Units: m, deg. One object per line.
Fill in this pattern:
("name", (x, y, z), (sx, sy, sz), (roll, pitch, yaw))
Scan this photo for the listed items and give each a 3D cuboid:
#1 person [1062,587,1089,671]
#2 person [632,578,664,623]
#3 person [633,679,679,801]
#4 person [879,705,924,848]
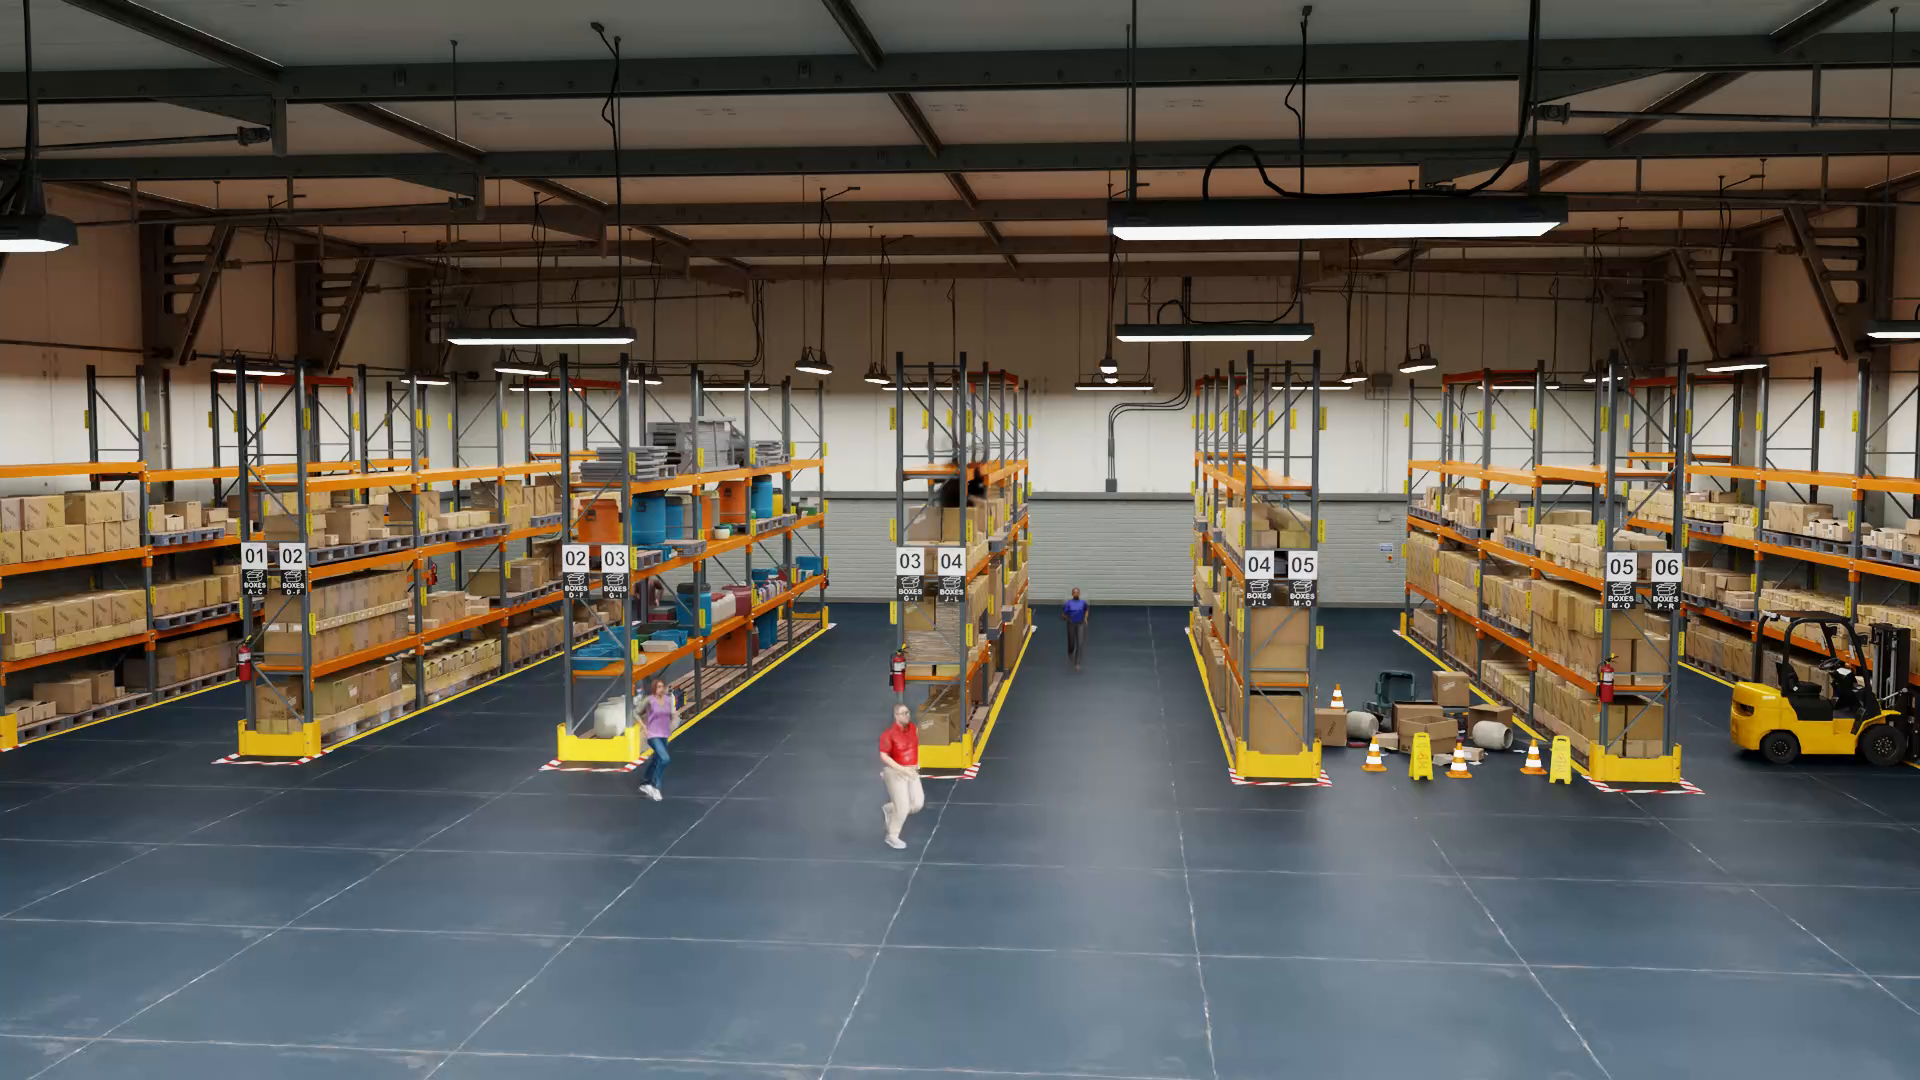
("person", (2.356, 1.785, 33.803), (0.579, 1.650, 0.851), (0, 4, -3))
("person", (-6.899, 1.573, 36.616), (0.682, 1.734, 0.814), (0, 4, 0))
("person", (-4.004, 2.650, 22.092), (0.688, 1.626, 0.507), (3, 5, 39))
("person", (-0.686, 2.774, 19.645), (0.645, 1.691, 0.684), (4, 5, 41))
